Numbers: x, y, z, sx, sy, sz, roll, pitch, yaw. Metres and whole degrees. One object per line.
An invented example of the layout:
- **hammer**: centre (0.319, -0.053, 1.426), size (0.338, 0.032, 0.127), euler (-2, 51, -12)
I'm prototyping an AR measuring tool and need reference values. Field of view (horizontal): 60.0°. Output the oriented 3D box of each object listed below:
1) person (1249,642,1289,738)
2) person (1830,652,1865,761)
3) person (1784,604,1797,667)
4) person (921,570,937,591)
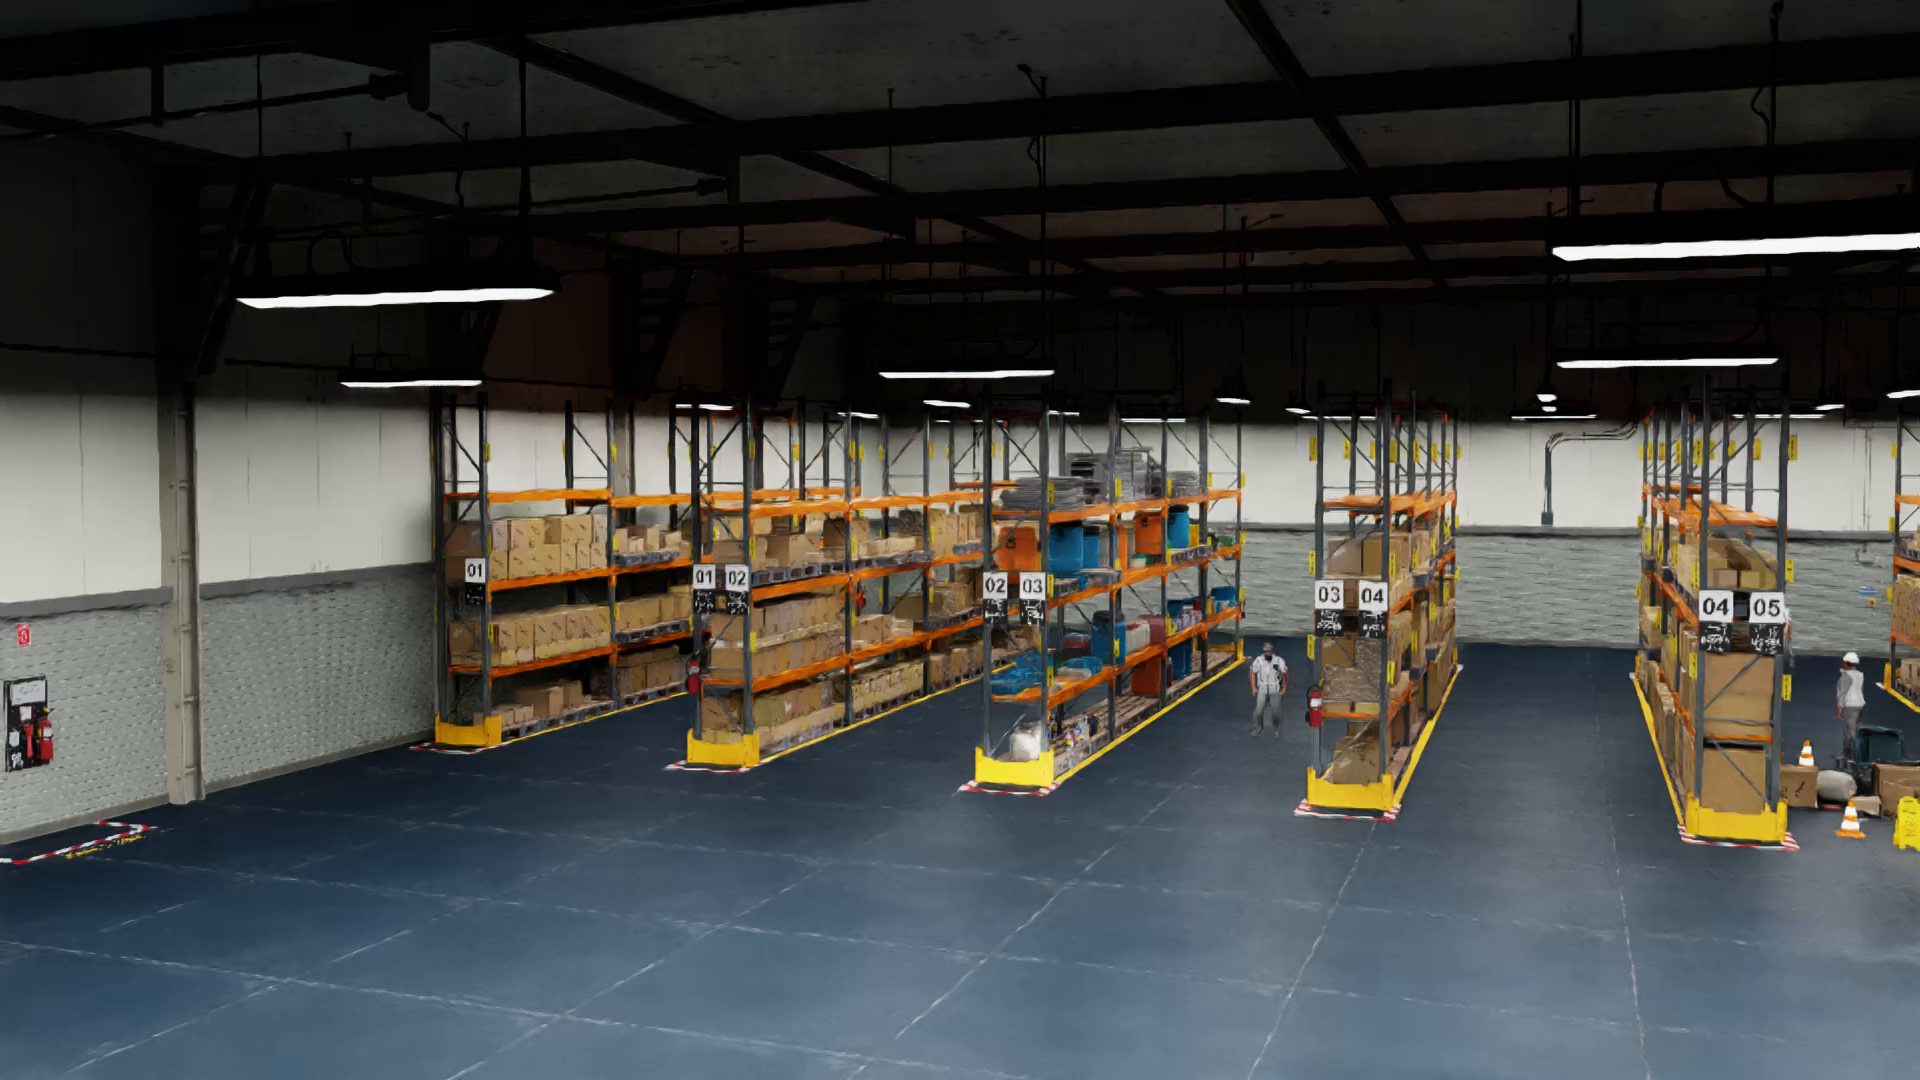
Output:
- **person**: centre (5.383, 2.608, 28.998), size (0.682, 1.711, 0.542), euler (1, 3, 17)
- **person**: centre (14.258, 2.679, 26.705), size (0.626, 1.768, 0.576), euler (-3, 4, -40)
- **person**: centre (19.046, 2.137, 38.471), size (0.583, 1.648, 0.542), euler (-2, 4, -33)
- **person**: centre (-0.895, 1.701, 45.175), size (0.752, 1.770, 0.531), euler (-3, 4, -41)
